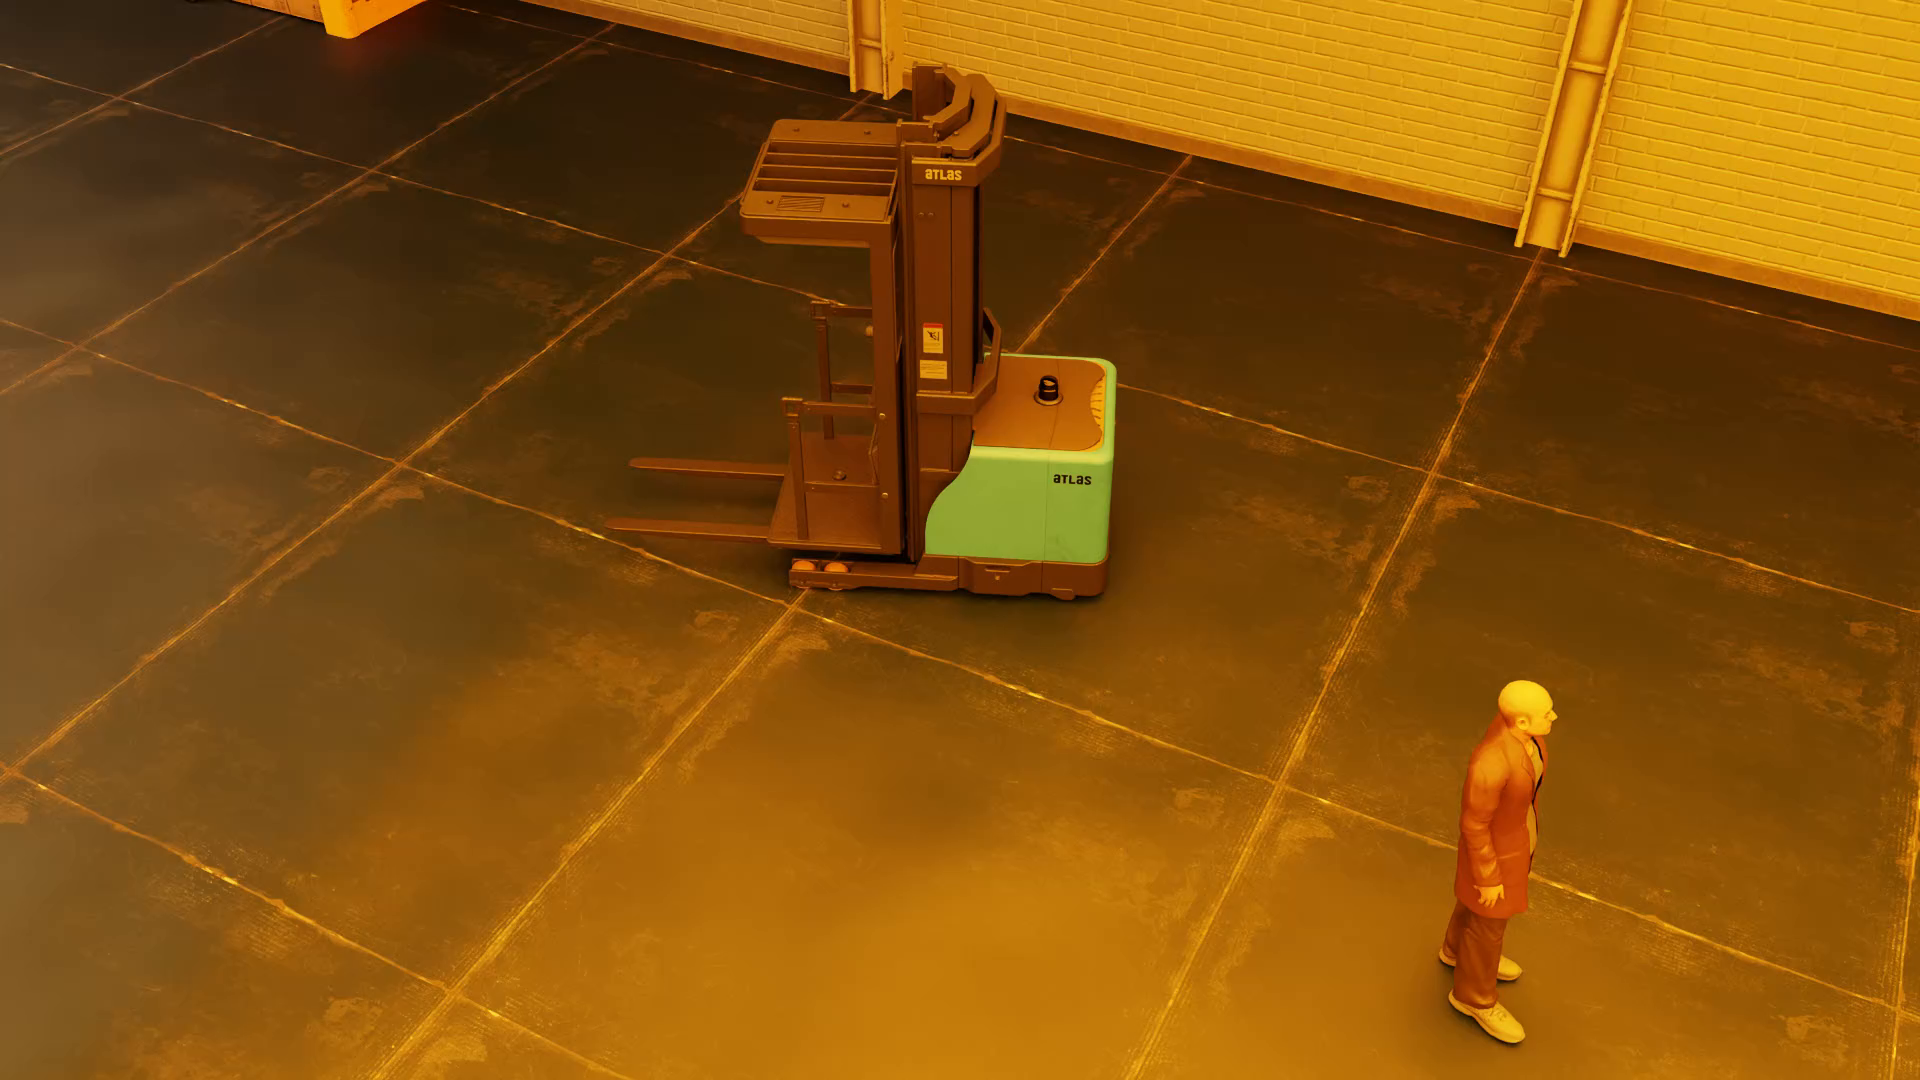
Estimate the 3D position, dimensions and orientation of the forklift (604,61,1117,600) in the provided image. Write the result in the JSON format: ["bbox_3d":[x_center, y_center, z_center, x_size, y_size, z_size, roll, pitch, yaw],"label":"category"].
[{"bbox_3d":[-0.606,-1.157,9.360,3.031,2.935,1.130,3,40,4],"label":"forklift"}]

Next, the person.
[{"bbox_3d":[2.443,1.353,7.264,0.579,1.779,0.698,21,44,23],"label":"person"}]
